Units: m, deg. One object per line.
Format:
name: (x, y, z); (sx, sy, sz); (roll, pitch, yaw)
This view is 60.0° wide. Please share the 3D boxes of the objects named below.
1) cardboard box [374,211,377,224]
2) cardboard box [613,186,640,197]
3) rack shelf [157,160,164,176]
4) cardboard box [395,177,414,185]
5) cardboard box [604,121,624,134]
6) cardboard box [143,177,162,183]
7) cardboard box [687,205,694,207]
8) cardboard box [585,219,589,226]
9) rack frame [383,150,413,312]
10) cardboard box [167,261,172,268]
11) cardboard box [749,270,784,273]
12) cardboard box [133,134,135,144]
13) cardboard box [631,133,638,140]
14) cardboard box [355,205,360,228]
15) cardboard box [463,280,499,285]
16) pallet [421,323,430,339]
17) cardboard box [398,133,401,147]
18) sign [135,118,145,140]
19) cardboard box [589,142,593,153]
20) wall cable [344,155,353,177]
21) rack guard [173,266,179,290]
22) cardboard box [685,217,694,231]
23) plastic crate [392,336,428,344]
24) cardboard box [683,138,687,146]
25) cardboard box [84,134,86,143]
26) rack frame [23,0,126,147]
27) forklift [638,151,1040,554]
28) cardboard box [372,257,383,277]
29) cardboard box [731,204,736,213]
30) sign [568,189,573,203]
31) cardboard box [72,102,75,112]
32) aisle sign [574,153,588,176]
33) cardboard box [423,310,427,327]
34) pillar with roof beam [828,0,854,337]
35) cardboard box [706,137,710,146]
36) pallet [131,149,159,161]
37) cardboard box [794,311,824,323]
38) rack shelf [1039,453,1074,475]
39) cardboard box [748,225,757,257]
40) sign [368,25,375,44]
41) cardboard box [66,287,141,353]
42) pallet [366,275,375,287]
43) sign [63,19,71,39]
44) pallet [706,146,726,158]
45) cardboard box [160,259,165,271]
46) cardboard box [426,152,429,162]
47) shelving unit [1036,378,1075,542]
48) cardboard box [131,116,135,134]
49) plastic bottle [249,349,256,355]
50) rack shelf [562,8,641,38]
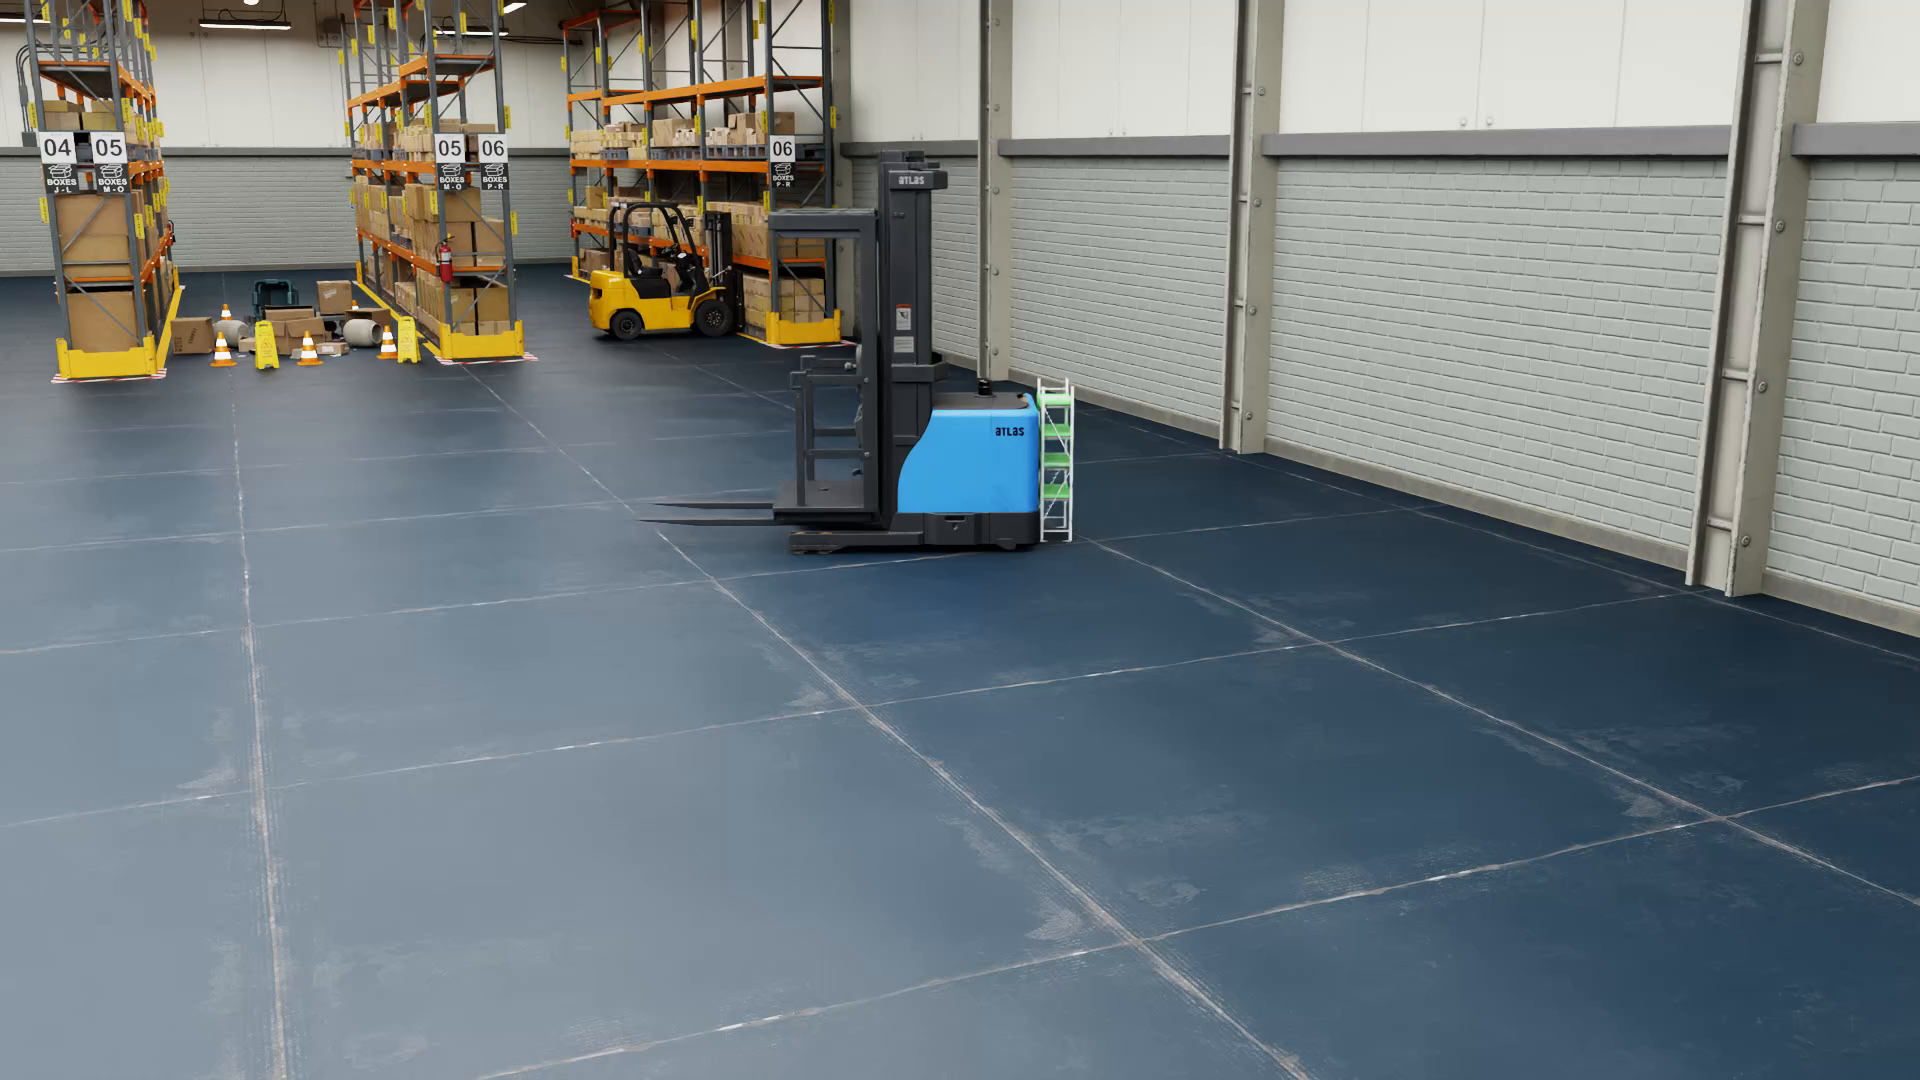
cardboard box: (-11.523, -6.498, 33.516); (0.500, 0.250, 0.500); (-5, 14, -22)
cardboard box: (-7.659, -7.873, 38.246); (0.500, 0.500, 0.500); (-6, 14, -25)
rack shelf: (-17.149, -7.712, 34.480); (1.077, 0.370, 4.000); (-6, 14, -23)
cardboard box: (-11.741, -7.596, 35.160); (0.380, 0.149, 0.250); (-6, 14, -24)
cardboard box: (-7.505, -8.950, 36.061); (0.396, 0.266, 0.258); (-6, 14, -24)
cardboard box: (-16.905, -7.302, 34.670); (0.500, 0.500, 0.500); (-6, 14, -25)
cardboard box: (-5.133, -6.491, 32.603); (0.380, 0.149, 0.250); (-6, 14, -23)
cardboard box: (-8.558, -7.445, 38.943); (0.380, 0.149, 0.250); (-6, 14, -25)
rack frame: (-10.250, -5.829, 31.403); (1.000, 3.000, 0.127); (-6, 14, -23)
cardboard box: (-17.238, -5.934, 35.928); (0.380, 0.149, 0.250); (-6, 14, -24)
cardboard box: (-3.320, -4.511, 28.656); (0.500, 0.250, 0.500); (-6, 14, -23)
cardboard box: (-12.297, -5.871, 24.335); (0.380, 0.149, 0.250); (-5, 14, -22)
cardboard box: (-6.529, -8.266, 34.069); (0.380, 0.149, 0.250); (-6, 14, -24)
cardboard box: (-13.526, -7.406, 37.993); (0.500, 0.500, 0.500); (-6, 14, -23)
cardboard box: (-7.533, -3.815, 26.205); (0.500, 0.500, 0.500); (-5, 14, -22)
pallet: (-8.347, -3.509, 27.561); (1.003, 0.211, 1.213); (-6, 14, -23)
cardboard box: (-9.613, -7.028, 29.703); (0.797, 0.503, 0.637); (-6, 14, -23)
sign: (-12.635, -6.337, 25.623); (0.100, 0.325, 0.005); (-6, 14, -23)
cardboard box: (-8.141, -8.928, 37.814); (0.500, 0.250, 0.500); (-5, 14, -22)
wall cable: (-15.735, -9.155, 43.451); (0.585, 1.953, 0.123); (-6, 14, -23)
rack guard: (-17.920, -5.780, 36.737); (1.175, 0.500, 0.348); (-6, 14, -23)
cardboard box: (-4.745, -5.806, 30.529); (0.500, 0.250, 0.500); (-6, 14, -24)
plastic crate: (-8.771, -3.182, 26.440); (0.402, 0.080, 0.583); (-12, 18, -42)
cardboard box: (-4.820, -7.244, 30.268); (0.380, 0.149, 0.250); (-6, 14, -23)
cardboard box: (-13.005, -5.864, 24.307); (0.380, 0.149, 0.250); (-6, 14, -24)
rack frame: (-11.541, -6.631, 21.564); (1.000, 3.000, 0.127); (-6, 14, -23)
forklift: (-0.922, -1.443, 12.603); (3.031, 2.935, 1.130); (0, 13, -1)
cardboard box: (-12.725, -6.123, 37.422); (0.875, 0.438, 0.875); (-5, 14, -21)
cardboard box: (-3.657, -5.610, 28.136); (0.380, 0.149, 0.250); (-6, 14, -23)
sign: (-9.406, -8.304, 40.176); (0.100, 0.325, 0.005); (-6, 14, -23)
cardboard box: (-12.392, -5.938, 22.856); (0.380, 0.149, 0.250); (-6, 14, -23)
aisle sign: (-9.205, -9.185, 40.138); (0.394, 0.787, 0.004); (-6, 14, -23)
cardboard box: (-8.435, -3.612, 26.991); (0.500, 0.250, 0.500); (-5, 14, -20)
pillar with roof beam: (-5.897, -7.385, 24.819); (9.100, 9.000, 0.400); (-6, 14, -23)
cardboard box: (-4.200, -6.924, 28.885); (0.380, 0.149, 0.250); (-5, 14, -22)
pallet: (-14.439, -6.602, 28.510); (1.213, 0.211, 1.003); (-5, 14, -20)
cardboard box: (-2.517, -3.610, 26.980); (0.500, 0.250, 0.500); (-6, 14, -23)
rack shelf: (0.735, -0.567, 12.941); (0.258, 0.148, 0.480); (0, 13, -1)
cardboard box: (-3.136, -4.860, 26.995); (0.500, 0.500, 0.500); (-5, 14, -21)
sign: (-10.758, -9.233, 30.384); (0.100, 0.325, 0.005); (-6, 14, -23)
cardboard box: (-11.873, -3.012, 23.012); (0.875, 0.875, 0.875); (-6, 14, -23)
pallet: (-13.063, -5.965, 38.176); (1.003, 0.211, 1.213); (-6, 14, -23)
sign: (-15.239, -8.726, 28.370); (0.100, 0.325, 0.005); (-6, 14, -23)
pallet: (-3.736, -6.696, 28.694); (1.003, 0.211, 1.213); (-6, 14, -23)
cardboard box: (-15.399, -5.193, 31.605); (0.500, 0.250, 0.500); (-6, 14, -25)
cardboard box: (-7.834, -5.776, 25.077); (0.380, 0.149, 0.250); (-6, 14, -23)
shelving unit: (0.735, -0.629, 12.927); (0.258, 1.200, 0.503); (0, 13, -1)
cardboard box: (-12.508, -6.138, 24.606); (0.500, 0.250, 0.500); (-6, 14, -23)
plastic bottle: (-10.570, -2.824, 24.935); (0.133, 0.061, 0.283); (-12, 18, -42)
rack shelf: (-8.107, -11.709, 37.730); (1.077, 0.370, 4.000); (-6, 14, -23)
